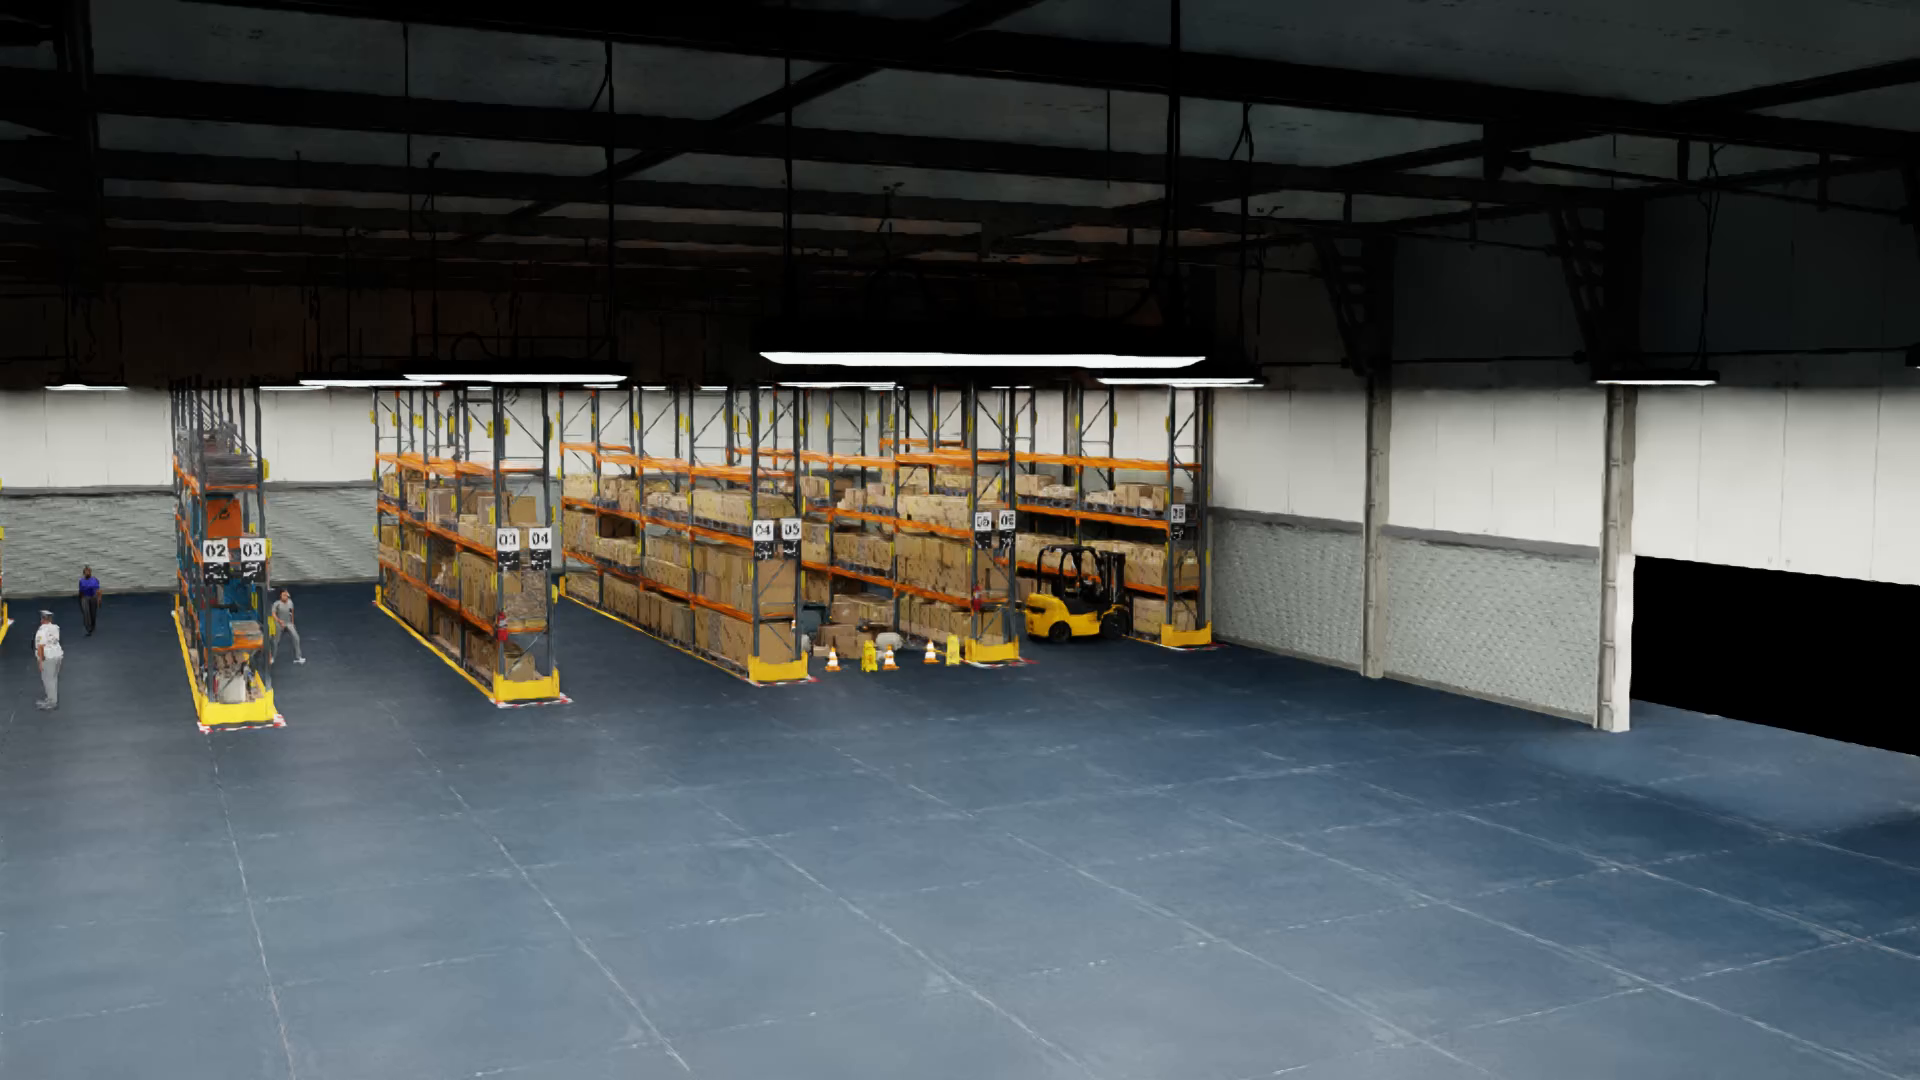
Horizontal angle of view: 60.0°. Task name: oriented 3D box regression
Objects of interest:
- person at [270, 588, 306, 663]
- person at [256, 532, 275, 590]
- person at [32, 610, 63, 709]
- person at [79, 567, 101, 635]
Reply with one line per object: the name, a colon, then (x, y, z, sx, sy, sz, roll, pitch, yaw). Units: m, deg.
person: (-14.270, 1.793, 35.095, 0.609, 1.604, 0.814, -5, 7, -43)
person: (-20.165, 0.610, 47.917, 0.507, 1.723, 0.719, 1, 5, 15)
person: (-16.576, 2.159, 30.151, 0.501, 1.757, 0.588, 0, 5, 4)
person: (-20.588, 1.424, 39.365, 0.461, 1.588, 0.999, -3, 6, -28)
